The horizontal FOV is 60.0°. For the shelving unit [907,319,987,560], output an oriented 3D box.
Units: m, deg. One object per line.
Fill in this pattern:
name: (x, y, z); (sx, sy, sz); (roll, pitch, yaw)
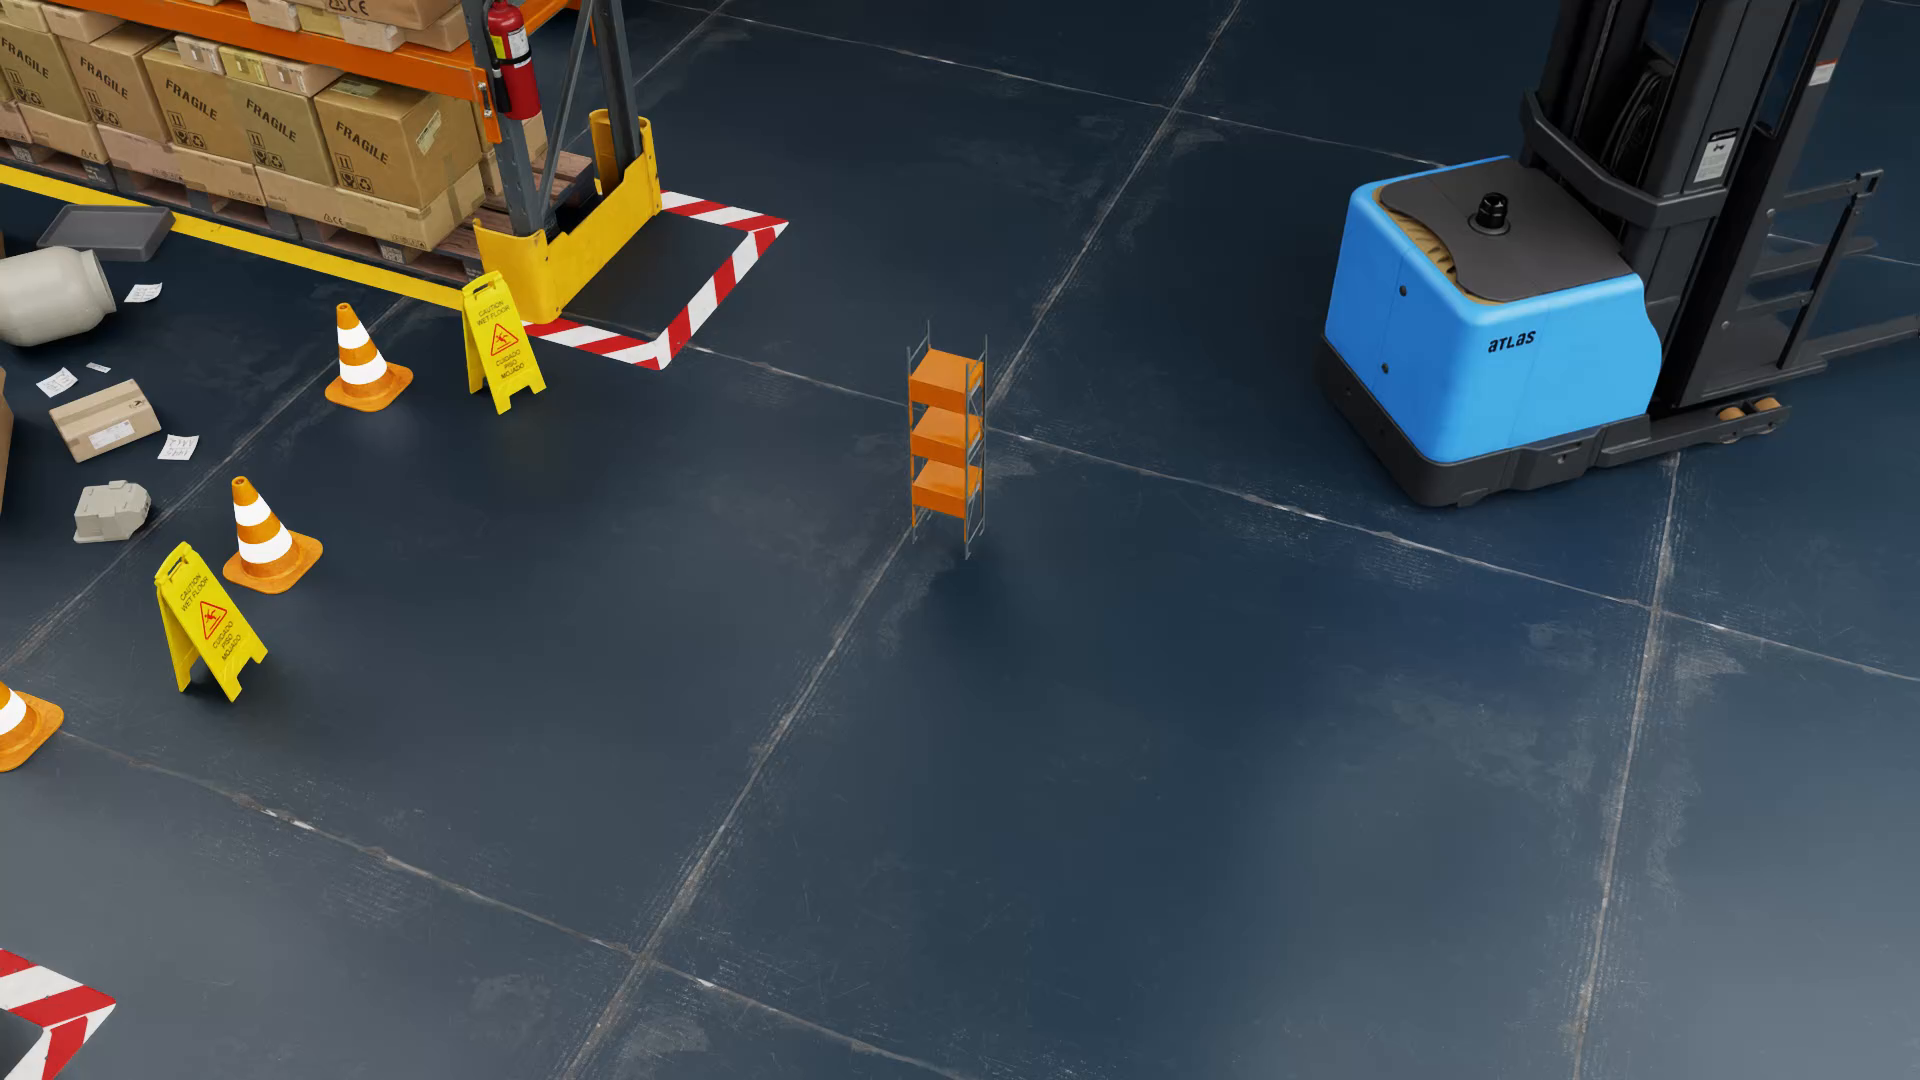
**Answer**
shelving unit: (-0.049, -0.387, 6.733); (0.252, 1.050, 0.215); (16, 47, 16)

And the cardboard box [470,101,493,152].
cardboard box: (-2.542, -2.357, 8.451); (0.500, 0.500, 0.500); (15, 47, 15)

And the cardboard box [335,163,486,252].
cardboard box: (-2.753, -1.737, 8.359); (0.500, 0.250, 0.500); (16, 47, 16)

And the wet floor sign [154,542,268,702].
wet floor sign: (-2.905, 0.292, 6.338); (0.232, 0.644, 0.267); (9, 46, 9)

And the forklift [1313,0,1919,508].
forklift: (3.224, -1.813, 6.833); (3.031, 2.935, 1.130); (-14, 47, -14)

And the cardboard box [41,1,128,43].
cardboard box: (-4.316, -2.649, 8.285); (0.250, 0.149, 0.380); (19, 48, 18)

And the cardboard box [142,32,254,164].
cardboard box: (-3.667, -2.281, 8.374); (0.500, 0.500, 0.500); (15, 47, 15)

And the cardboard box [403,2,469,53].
cardboard box: (-2.309, -2.385, 7.537); (0.250, 0.149, 0.380); (18, 48, 17)

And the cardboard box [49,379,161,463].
cardboard box: (-3.868, -0.542, 7.528); (0.380, 0.149, 0.250); (-28, 51, -25)

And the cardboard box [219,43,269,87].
cardboard box: (-3.317, -2.356, 7.990); (0.250, 0.149, 0.380); (17, 47, 16)

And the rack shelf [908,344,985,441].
rack shelf: (-0.049, -0.580, 6.541); (0.240, 0.259, 0.215); (16, 47, 16)

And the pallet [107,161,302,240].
pallet: (-3.810, -2.120, 9.070); (1.213, 0.211, 1.003); (16, 47, 16)

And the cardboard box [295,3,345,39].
cardboard box: (-2.814, -2.465, 7.618); (0.250, 0.149, 0.380); (16, 47, 15)

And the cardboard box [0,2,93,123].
cardboard box: (-4.634, -2.564, 8.659); (0.500, 0.500, 0.500); (18, 48, 17)

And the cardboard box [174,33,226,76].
cardboard box: (-3.559, -2.428, 8.063); (0.250, 0.149, 0.380); (18, 48, 18)

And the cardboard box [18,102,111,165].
cardboard box: (-4.636, -2.298, 8.924); (0.500, 0.250, 0.500); (19, 48, 18)

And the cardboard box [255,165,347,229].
cardboard box: (-3.206, -1.876, 8.499); (0.500, 0.250, 0.500); (17, 47, 16)

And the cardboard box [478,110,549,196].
cardboard box: (-2.519, -2.085, 8.709); (0.500, 0.250, 0.500); (16, 47, 16)

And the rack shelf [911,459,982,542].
rack shelf: (-0.049, -0.182, 6.937); (0.240, 0.259, 0.215); (16, 47, 16)

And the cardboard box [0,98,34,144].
cardboard box: (-5.133, -2.436, 9.062); (0.500, 0.250, 0.500); (14, 47, 14)

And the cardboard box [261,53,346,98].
cardboard box: (-3.086, -2.285, 7.919); (0.250, 0.149, 0.380); (18, 48, 17)

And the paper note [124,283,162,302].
paper note: (-4.082, -1.239, 8.313); (0.148, 0.019, 0.142); (2, 45, 2)

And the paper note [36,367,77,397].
paper note: (-4.246, -0.744, 7.823); (0.142, 0.019, 0.148); (33, 54, 29)

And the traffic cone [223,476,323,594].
traffic cone: (-2.889, -0.074, 6.836); (0.334, 0.463, 0.336); (16, 47, 16)

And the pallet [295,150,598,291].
pallet: (-2.688, -1.787, 8.736); (1.213, 0.211, 1.003); (16, 47, 16)

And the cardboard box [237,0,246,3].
cardboard box: (-3.245, -2.676, 7.830); (0.250, 0.149, 0.380); (17, 47, 16)

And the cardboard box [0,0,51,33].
cardboard box: (-4.565, -2.720, 8.357); (0.250, 0.149, 0.380); (18, 48, 17)

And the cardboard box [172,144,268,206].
cardboard box: (-3.691, -2.014, 8.639); (0.500, 0.250, 0.500); (15, 47, 14)

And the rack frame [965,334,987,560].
rack frame: (0.063, -0.354, 6.700); (0.008, 1.050, 0.200); (16, 47, 16)

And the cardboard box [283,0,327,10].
cardboard box: (-2.949, -2.760, 7.454); (0.500, 0.500, 0.500); (17, 47, 16)

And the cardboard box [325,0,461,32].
cardboard box: (-2.488, -2.621, 7.314); (0.500, 0.500, 0.500); (16, 47, 15)

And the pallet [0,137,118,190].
pallet: (-4.940, -2.450, 9.402); (1.213, 0.211, 1.003); (16, 47, 16)

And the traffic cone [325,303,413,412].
traffic cone: (-2.775, -0.889, 7.655); (0.334, 0.463, 0.336); (16, 47, 16)

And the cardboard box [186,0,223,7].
cardboard box: (-3.516, -2.687, 7.841); (0.250, 0.149, 0.380); (16, 47, 15)

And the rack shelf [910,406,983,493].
rack shelf: (-0.049, -0.379, 6.741); (0.240, 0.259, 0.215); (16, 47, 16)

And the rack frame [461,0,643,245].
rack frame: (-1.881, -2.512, 7.487); (0.127, 3.000, 1.000); (16, 47, 16)

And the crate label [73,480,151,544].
crate label: (-3.638, -0.132, 7.125); (0.298, 0.136, 0.250); (-5, 45, -5)

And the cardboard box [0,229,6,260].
cardboard box: (-5.108, -1.536, 8.276); (0.500, 0.500, 0.500); (-20, 48, -19)

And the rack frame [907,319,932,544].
rack frame: (-0.162, -0.420, 6.767); (0.008, 1.050, 0.200); (16, 47, 16)

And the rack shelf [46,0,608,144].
rack shelf: (-3.727, -2.800, 8.286); (4.000, 0.370, 1.077); (16, 47, 16)

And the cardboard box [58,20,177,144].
cardboard box: (-4.156, -2.422, 8.517); (0.500, 0.500, 0.500); (19, 48, 18)

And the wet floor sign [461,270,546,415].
wet floor sign: (-2.118, -0.929, 7.565); (0.232, 0.644, 0.267); (33, 54, 29)

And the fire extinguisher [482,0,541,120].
fire extinguisher: (-1.953, -2.153, 7.181); (0.183, 0.674, 0.296); (16, 47, 16)

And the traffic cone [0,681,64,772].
traffic cone: (-3.637, 0.569, 6.189); (0.334, 0.463, 0.336); (16, 47, 16)

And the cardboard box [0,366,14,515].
cardboard box: (-4.477, -0.456, 7.190); (0.637, 0.503, 0.797); (-12, 46, -12)

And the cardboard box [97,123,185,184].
cardboard box: (-4.145, -2.156, 8.781); (0.500, 0.250, 0.500); (16, 47, 15)

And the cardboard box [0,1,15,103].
cardboard box: (-5.133, -2.702, 8.798); (0.500, 0.500, 0.500); (19, 48, 18)

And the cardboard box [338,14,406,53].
cardboard box: (-2.585, -2.381, 7.534); (0.250, 0.149, 0.380); (16, 47, 15)

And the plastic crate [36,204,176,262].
plastic crate: (-4.440, -1.603, 8.643); (0.583, 0.080, 0.402); (2, 45, 2)

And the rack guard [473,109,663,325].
rack guard: (-1.952, -1.646, 8.389); (0.348, 0.500, 1.175); (16, 47, 16)

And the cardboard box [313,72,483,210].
cardboard box: (-2.721, -1.999, 8.092); (0.500, 0.500, 0.500); (17, 47, 16)

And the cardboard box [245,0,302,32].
cardboard box: (-3.063, -2.515, 7.668); (0.250, 0.149, 0.380); (17, 47, 17)

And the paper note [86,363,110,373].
paper note: (-4.097, -0.820, 7.906); (0.123, 0.001, 0.032); (16, 47, 16)

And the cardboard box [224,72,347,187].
cardboard box: (-3.204, -2.139, 8.232); (0.500, 0.500, 0.500); (18, 48, 17)

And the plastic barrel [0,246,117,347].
plastic barrel: (-4.371, -1.174, 7.968); (0.512, 0.421, 0.421); (-20, 48, -19)

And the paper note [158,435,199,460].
paper note: (-3.520, -0.420, 7.489); (0.142, 0.019, 0.148); (2, 45, 2)
